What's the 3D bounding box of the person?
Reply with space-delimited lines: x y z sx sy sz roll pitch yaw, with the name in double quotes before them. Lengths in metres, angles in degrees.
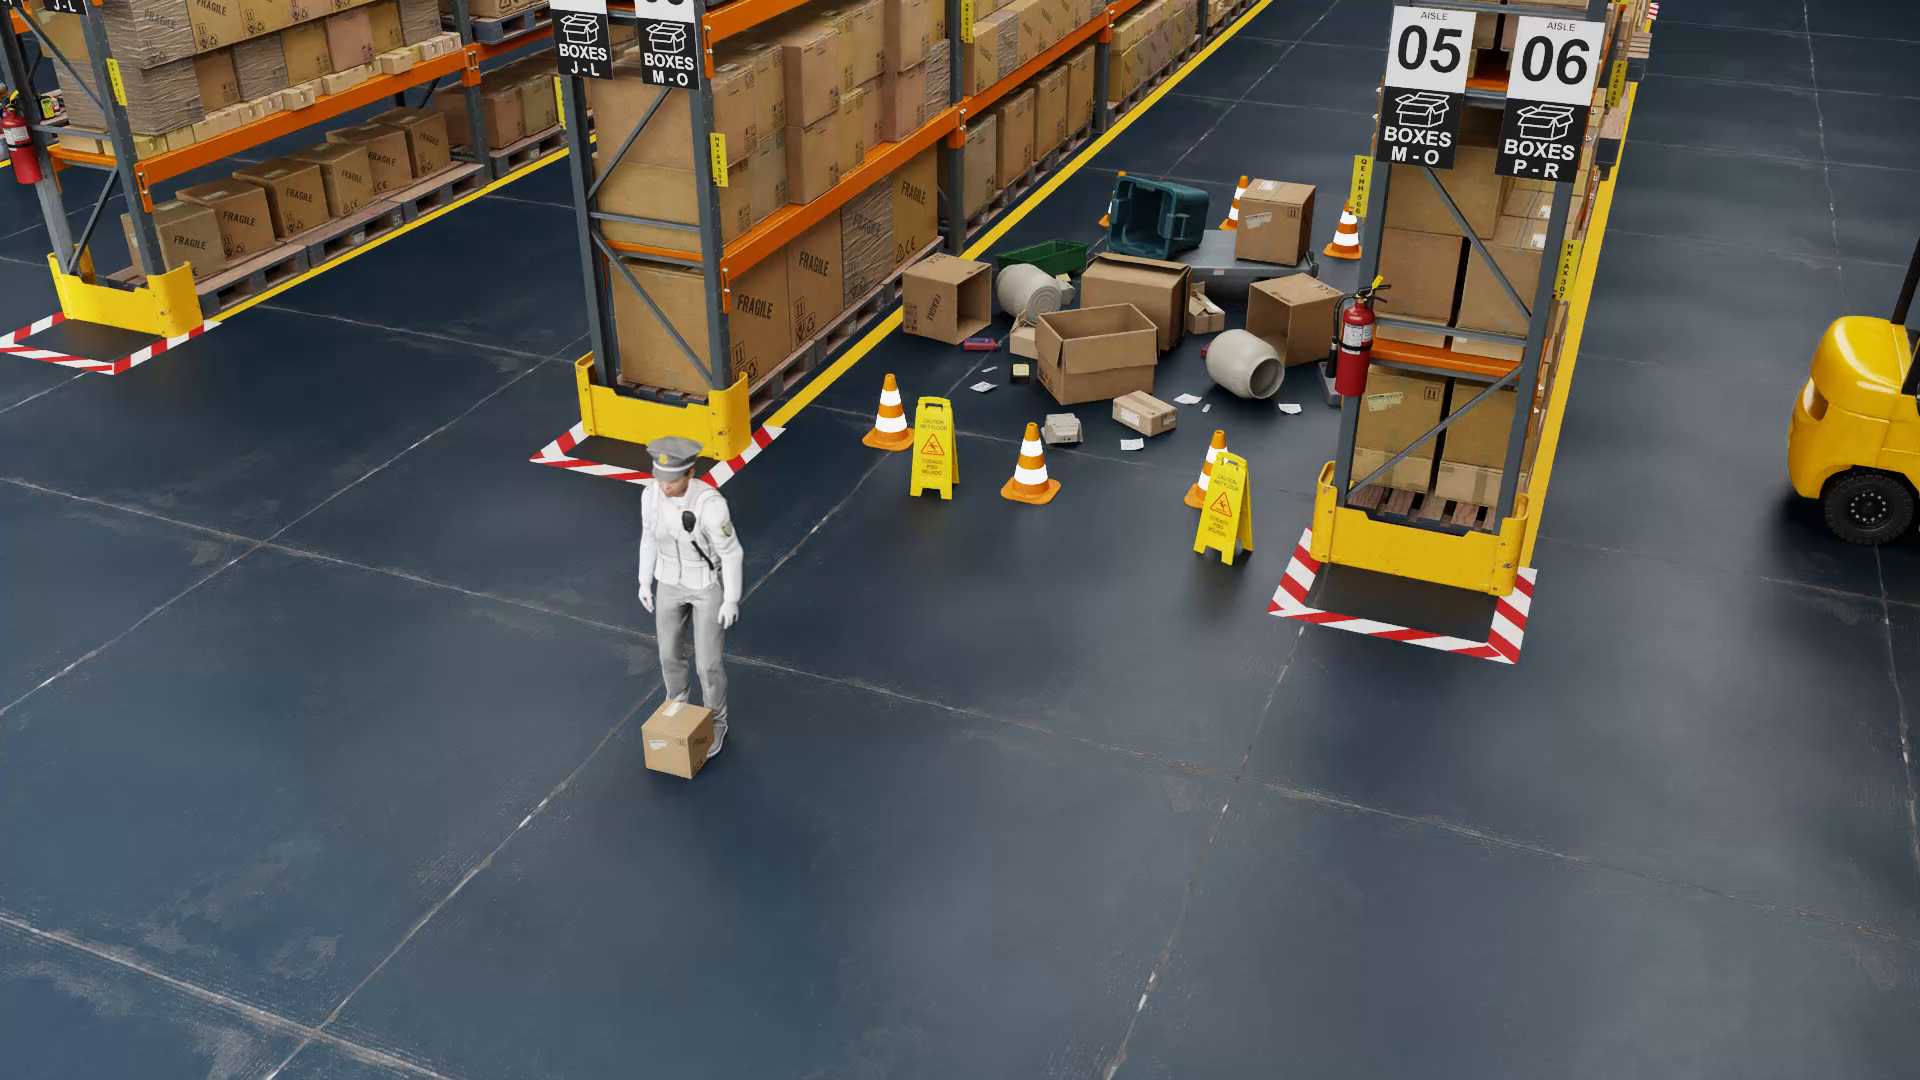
"person" -1.292 0.254 7.944 0.537 1.663 0.405 11 32 18
